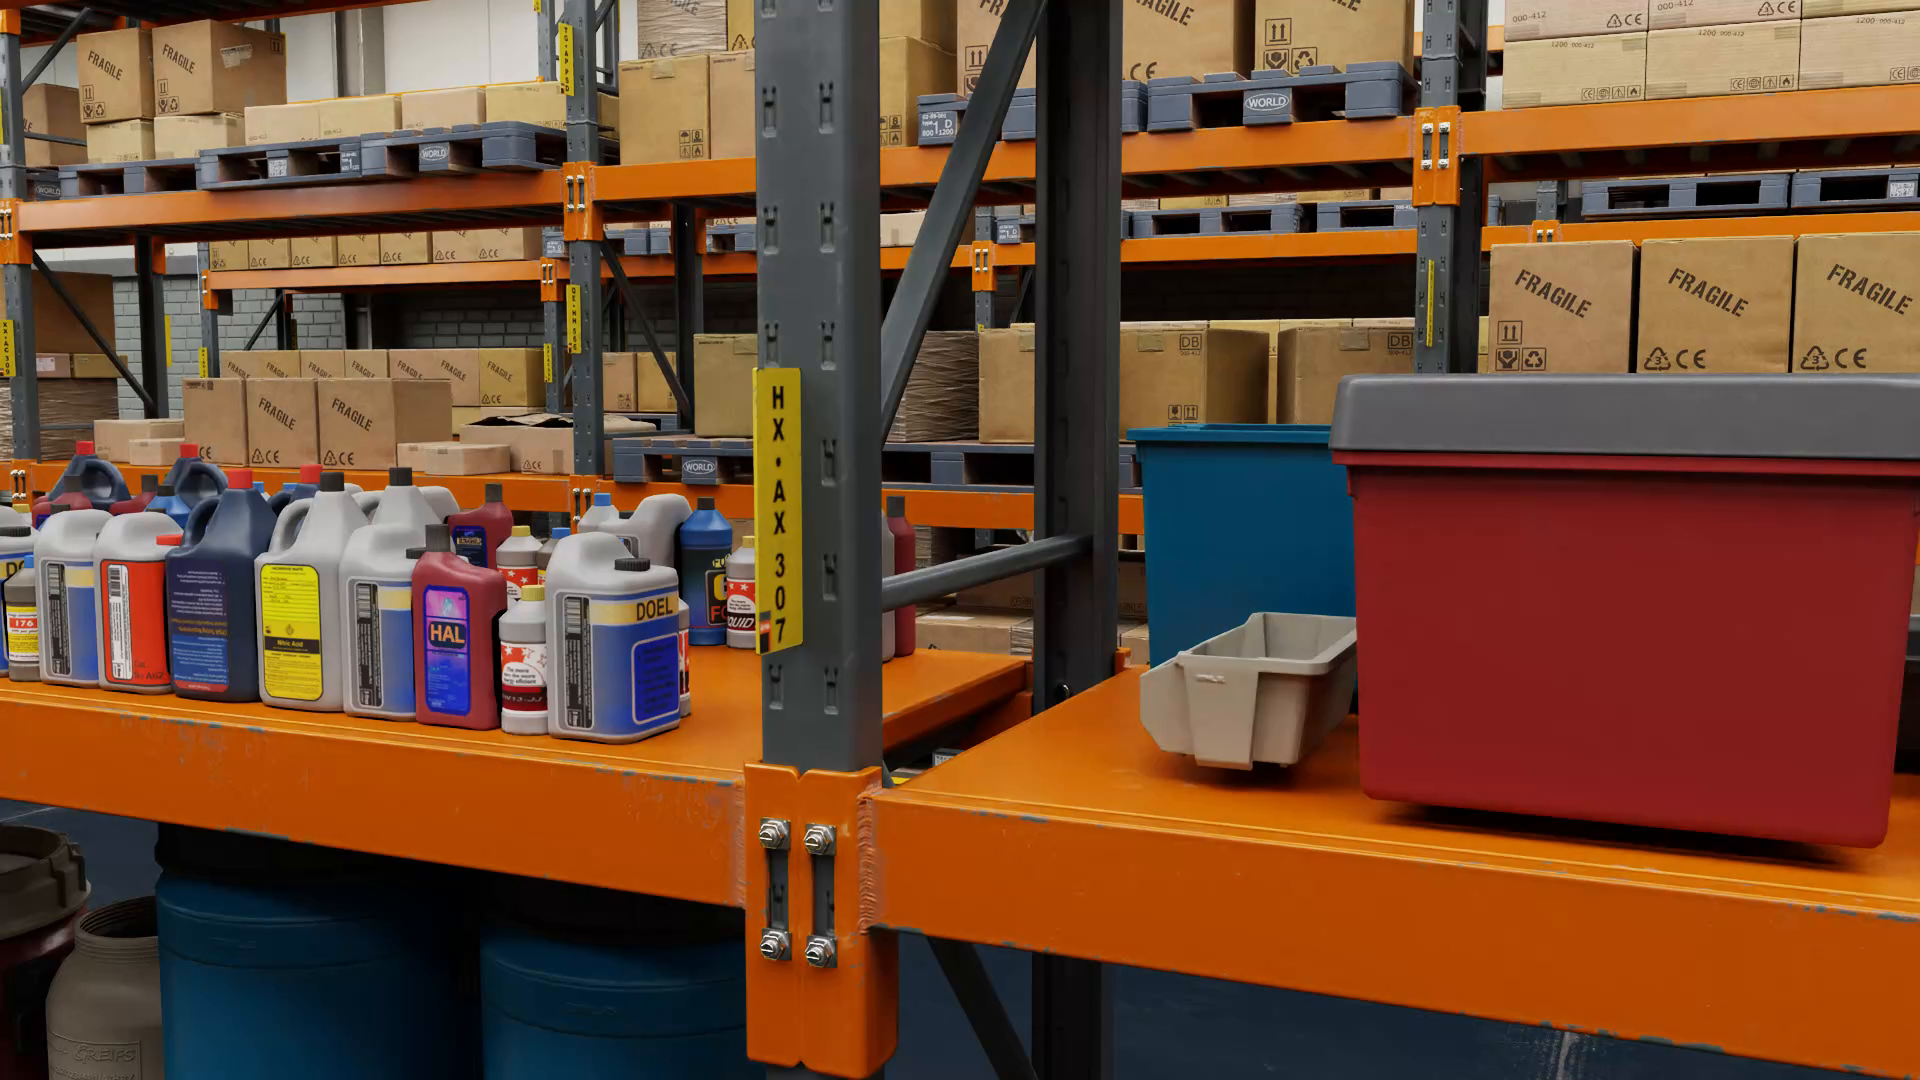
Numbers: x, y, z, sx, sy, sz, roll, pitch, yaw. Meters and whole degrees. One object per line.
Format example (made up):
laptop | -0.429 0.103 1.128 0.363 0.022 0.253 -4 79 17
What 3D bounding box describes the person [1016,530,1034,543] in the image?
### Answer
person | 0.654 -0.137 10.821 0.619 1.780 0.447 2 6 20
